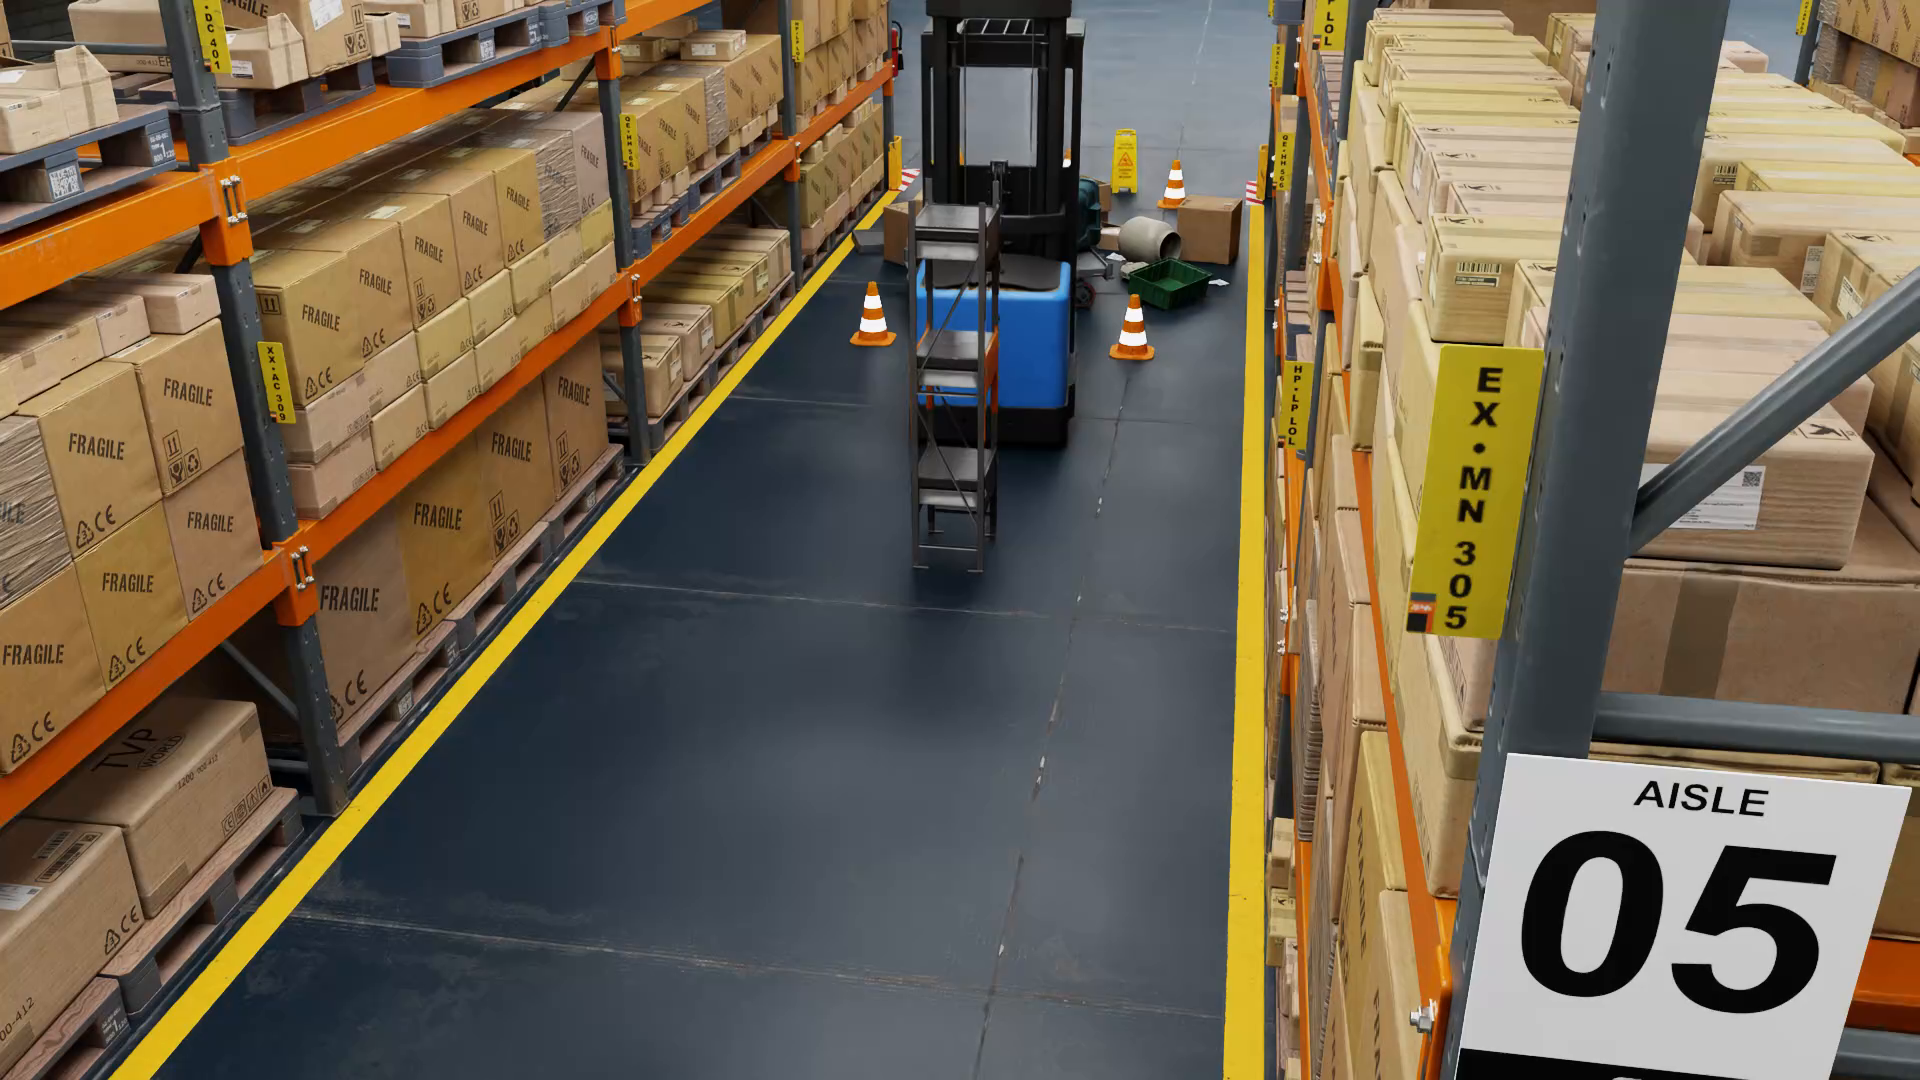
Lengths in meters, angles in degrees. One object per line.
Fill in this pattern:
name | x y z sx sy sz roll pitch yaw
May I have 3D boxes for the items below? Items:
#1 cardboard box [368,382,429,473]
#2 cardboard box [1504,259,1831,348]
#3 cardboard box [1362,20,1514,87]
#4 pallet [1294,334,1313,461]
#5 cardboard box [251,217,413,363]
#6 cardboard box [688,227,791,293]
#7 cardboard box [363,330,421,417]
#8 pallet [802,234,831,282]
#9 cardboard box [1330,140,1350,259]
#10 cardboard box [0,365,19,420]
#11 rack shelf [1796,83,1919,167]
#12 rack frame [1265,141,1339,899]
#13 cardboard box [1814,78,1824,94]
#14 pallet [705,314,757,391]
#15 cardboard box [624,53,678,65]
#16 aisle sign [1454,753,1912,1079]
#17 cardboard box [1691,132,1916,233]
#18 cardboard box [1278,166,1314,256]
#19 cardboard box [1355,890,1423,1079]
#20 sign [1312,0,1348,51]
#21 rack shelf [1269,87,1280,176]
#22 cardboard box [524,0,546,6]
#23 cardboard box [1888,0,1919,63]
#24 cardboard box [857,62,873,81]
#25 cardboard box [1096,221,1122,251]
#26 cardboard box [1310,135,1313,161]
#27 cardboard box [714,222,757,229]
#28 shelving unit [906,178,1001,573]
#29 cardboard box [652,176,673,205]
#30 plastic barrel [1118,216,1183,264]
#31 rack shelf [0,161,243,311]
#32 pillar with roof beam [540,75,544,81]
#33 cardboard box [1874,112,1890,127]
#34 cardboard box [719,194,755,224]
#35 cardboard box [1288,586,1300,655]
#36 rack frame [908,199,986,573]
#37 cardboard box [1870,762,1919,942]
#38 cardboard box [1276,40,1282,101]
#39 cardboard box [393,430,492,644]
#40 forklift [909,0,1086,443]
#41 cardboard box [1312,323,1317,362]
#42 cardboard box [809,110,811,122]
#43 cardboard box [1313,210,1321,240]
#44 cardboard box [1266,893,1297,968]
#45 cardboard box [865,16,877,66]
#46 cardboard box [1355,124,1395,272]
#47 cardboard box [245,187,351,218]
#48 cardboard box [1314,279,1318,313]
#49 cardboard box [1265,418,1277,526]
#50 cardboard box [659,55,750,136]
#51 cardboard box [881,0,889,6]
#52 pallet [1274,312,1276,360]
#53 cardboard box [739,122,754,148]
cardboard box | -2.756 -0.526 7.513 0.500 0.250 0.500 3 25 7
cardboard box | 1.018 -0.299 2.429 0.380 0.149 0.250 3 25 7
cardboard box | 1.365 -1.392 4.765 0.380 0.149 0.250 3 25 6
pallet | 2.100 -0.667 7.862 1.003 0.211 1.213 4 25 9
cardboard box | -2.760 -1.089 7.241 0.500 0.500 0.500 4 25 8
cardboard box | -1.947 -2.338 13.812 0.950 0.372 0.625 4 25 9
cardboard box | -2.763 -0.755 7.412 0.500 0.250 0.500 4 25 9
pallet | -1.789 -2.578 15.009 1.003 0.211 1.213 4 25 9
cardboard box | 1.393 -1.027 5.044 0.500 0.250 0.500 5 26 11
cardboard box | -3.137 -0.432 5.073 0.380 0.149 0.250 4 25 8
rack shelf | 8.240 -3.382 14.286 1.077 0.370 4.000 4 25 9
rack frame | 1.729 0.089 6.022 1.000 3.000 0.127 4 25 9
cardboard box | 8.225 -4.225 15.533 0.380 0.149 0.250 4 25 9
pallet | -2.186 -1.458 12.615 1.003 0.211 1.213 4 25 9
cardboard box | -2.399 -3.337 12.376 0.500 0.500 0.500 4 25 8
aisle sign | 0.767 0.594 1.876 0.394 0.787 0.004 4 25 9
cardboard box | 1.636 -0.703 3.293 0.380 0.149 0.250 5 26 10
cardboard box | 2.274 -2.045 10.463 0.500 0.500 0.500 4 25 9
cardboard box | 0.905 0.920 2.598 0.500 0.500 0.500 4 25 7
sign | 1.181 -1.719 5.272 0.100 0.325 0.005 4 25 9
rack shelf | 3.363 -3.768 15.110 1.077 0.370 4.000 4 25 9
cardboard box | -2.492 -3.052 8.580 0.700 0.500 0.500 3 25 6
cardboard box | 7.878 -4.130 13.386 0.500 0.500 0.500 4 25 9
cardboard box | -1.067 -4.617 16.371 0.380 0.149 0.250 4 25 9
cardboard box | 1.500 -2.865 15.558 0.396 0.266 0.258 8 26 18
cardboard box | 2.629 -2.696 10.674 0.700 0.500 0.500 4 25 8
cardboard box | -2.032 -2.769 14.875 0.500 0.250 0.500 5 26 11
shelving unit | -0.027 -0.882 9.157 0.431 2.100 0.503 4 25 9
cardboard box | -2.111 -2.312 10.951 0.380 0.149 0.250 2 25 5
plastic barrel | 1.708 -2.671 14.957 0.421 0.421 0.512 -20 32 -36
rack shelf | -3.498 -0.408 4.394 1.077 0.370 4.000 4 25 9
pillar with roof beam | -1.883 -10.273 21.082 9.100 9.000 0.400 4 25 9
cardboard box | 7.918 -3.494 13.973 0.380 0.149 0.250 4 25 9
cardboard box | -2.032 -3.108 14.716 0.500 0.500 0.500 4 25 8
cardboard box | 1.360 0.298 5.871 0.380 0.149 0.250 5 26 10
rack frame | -0.067 -0.780 8.939 0.400 2.100 0.015 4 25 9
cardboard box | 1.401 0.301 2.207 0.500 0.250 0.500 5 26 10
cardboard box | 3.390 -4.383 15.398 0.875 0.550 0.550 4 25 9
cardboard box | -3.009 -0.083 8.400 0.875 0.875 0.875 5 26 10
forklift | 0.303 -2.556 11.753 1.130 2.935 3.031 2 25 4
cardboard box | 1.896 -0.933 8.006 0.380 0.149 0.250 4 25 9
cardboard box | -1.506 -3.663 14.333 0.380 0.149 0.250 5 26 10
cardboard box | 2.075 -1.638 8.810 0.380 0.149 0.250 3 25 7
cardboard box | 1.309 1.431 6.022 0.380 0.149 0.250 5 26 10
cardboard box | -1.113 -4.956 16.330 0.500 0.500 0.500 4 25 9
cardboard box | 1.232 -0.826 4.026 0.500 0.250 0.500 4 25 9
cardboard box | -3.166 -1.342 7.781 0.500 0.500 0.500 5 26 10
cardboard box | 1.940 -1.172 8.166 0.380 0.149 0.250 4 25 9
cardboard box | 2.015 -0.364 9.443 0.500 0.500 0.500 3 25 6
cardboard box | -1.883 -3.296 12.289 0.500 0.500 0.500 5 26 10
cardboard box | -1.078 -5.635 16.602 0.700 0.500 0.500 3 25 7
pallet | 2.985 -1.666 13.061 1.003 0.211 1.213 4 25 9
cardboard box | -1.781 -3.074 12.580 0.380 0.149 0.250 4 25 9
